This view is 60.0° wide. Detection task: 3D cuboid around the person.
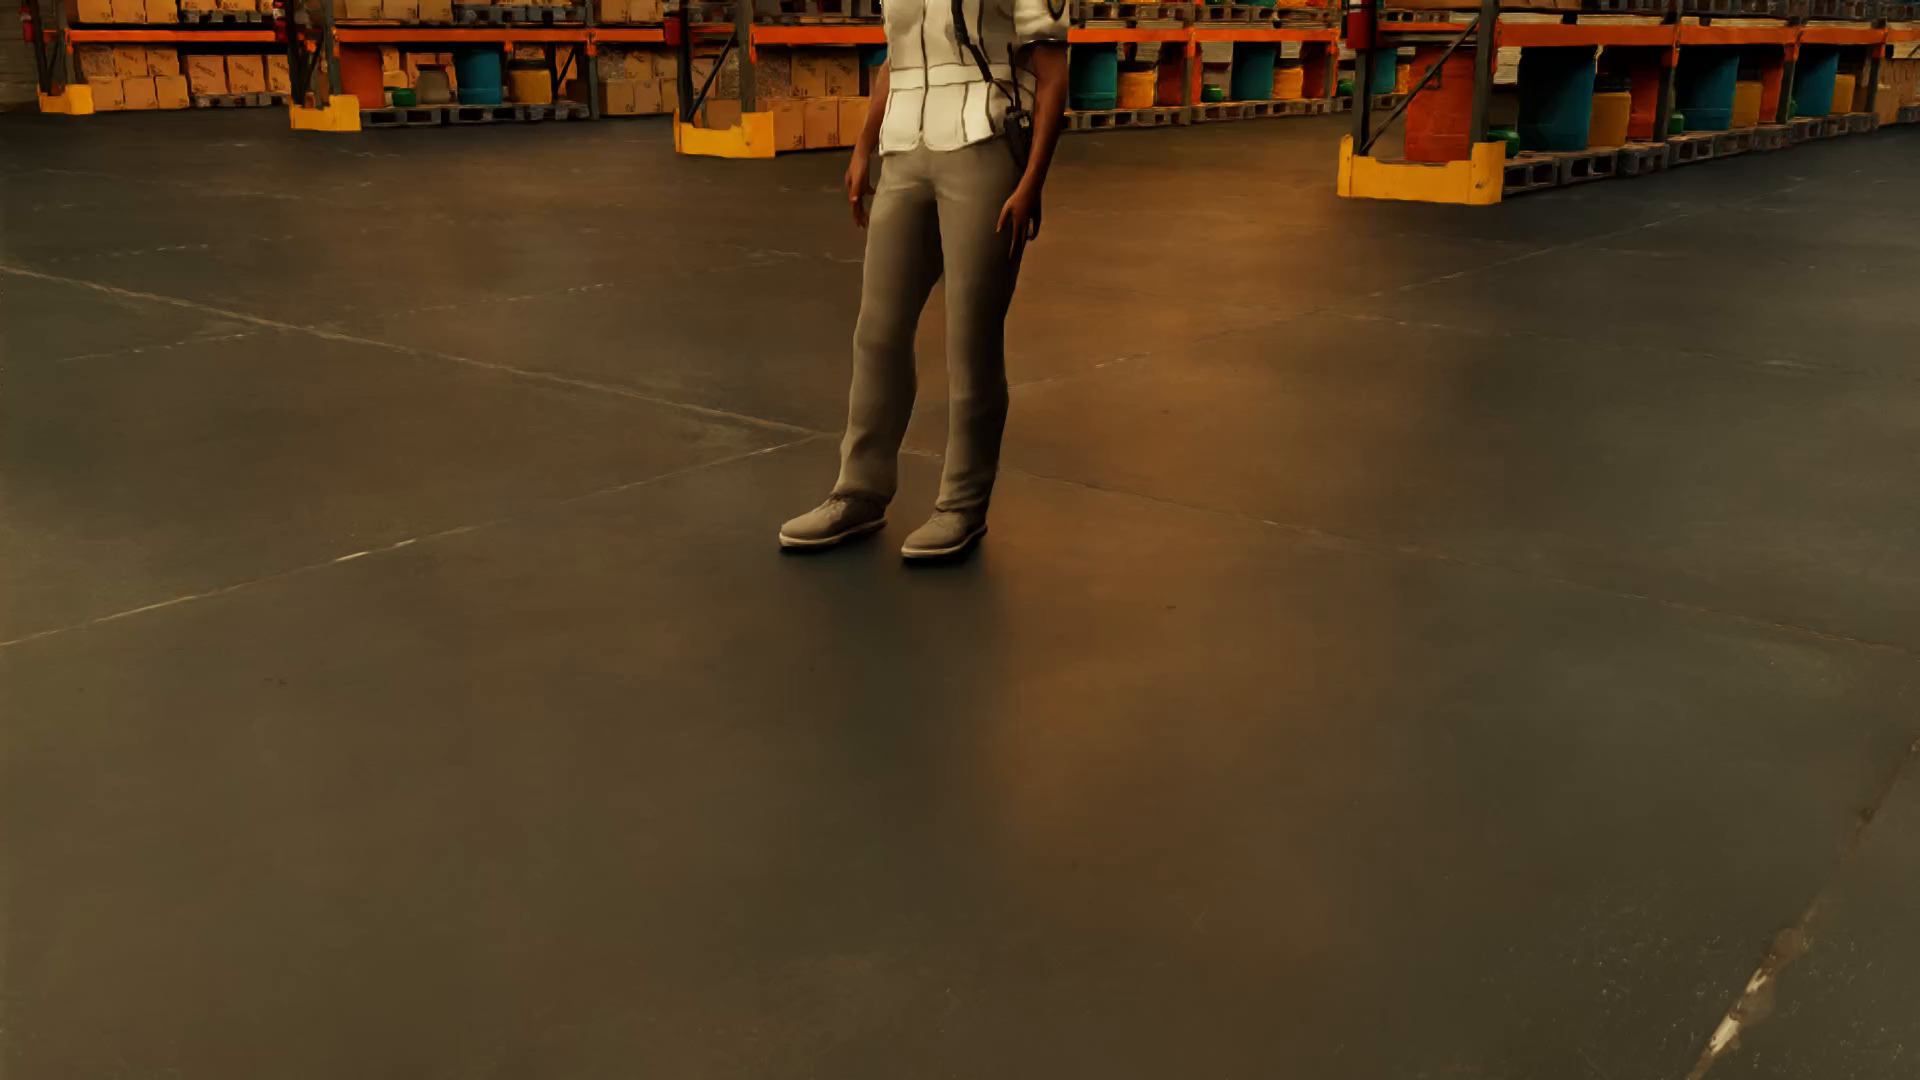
[{"bbox_3d":[-0.063,-0.804,3.651,0.570,1.693,0.529,13,21,37],"label":"person"}]
